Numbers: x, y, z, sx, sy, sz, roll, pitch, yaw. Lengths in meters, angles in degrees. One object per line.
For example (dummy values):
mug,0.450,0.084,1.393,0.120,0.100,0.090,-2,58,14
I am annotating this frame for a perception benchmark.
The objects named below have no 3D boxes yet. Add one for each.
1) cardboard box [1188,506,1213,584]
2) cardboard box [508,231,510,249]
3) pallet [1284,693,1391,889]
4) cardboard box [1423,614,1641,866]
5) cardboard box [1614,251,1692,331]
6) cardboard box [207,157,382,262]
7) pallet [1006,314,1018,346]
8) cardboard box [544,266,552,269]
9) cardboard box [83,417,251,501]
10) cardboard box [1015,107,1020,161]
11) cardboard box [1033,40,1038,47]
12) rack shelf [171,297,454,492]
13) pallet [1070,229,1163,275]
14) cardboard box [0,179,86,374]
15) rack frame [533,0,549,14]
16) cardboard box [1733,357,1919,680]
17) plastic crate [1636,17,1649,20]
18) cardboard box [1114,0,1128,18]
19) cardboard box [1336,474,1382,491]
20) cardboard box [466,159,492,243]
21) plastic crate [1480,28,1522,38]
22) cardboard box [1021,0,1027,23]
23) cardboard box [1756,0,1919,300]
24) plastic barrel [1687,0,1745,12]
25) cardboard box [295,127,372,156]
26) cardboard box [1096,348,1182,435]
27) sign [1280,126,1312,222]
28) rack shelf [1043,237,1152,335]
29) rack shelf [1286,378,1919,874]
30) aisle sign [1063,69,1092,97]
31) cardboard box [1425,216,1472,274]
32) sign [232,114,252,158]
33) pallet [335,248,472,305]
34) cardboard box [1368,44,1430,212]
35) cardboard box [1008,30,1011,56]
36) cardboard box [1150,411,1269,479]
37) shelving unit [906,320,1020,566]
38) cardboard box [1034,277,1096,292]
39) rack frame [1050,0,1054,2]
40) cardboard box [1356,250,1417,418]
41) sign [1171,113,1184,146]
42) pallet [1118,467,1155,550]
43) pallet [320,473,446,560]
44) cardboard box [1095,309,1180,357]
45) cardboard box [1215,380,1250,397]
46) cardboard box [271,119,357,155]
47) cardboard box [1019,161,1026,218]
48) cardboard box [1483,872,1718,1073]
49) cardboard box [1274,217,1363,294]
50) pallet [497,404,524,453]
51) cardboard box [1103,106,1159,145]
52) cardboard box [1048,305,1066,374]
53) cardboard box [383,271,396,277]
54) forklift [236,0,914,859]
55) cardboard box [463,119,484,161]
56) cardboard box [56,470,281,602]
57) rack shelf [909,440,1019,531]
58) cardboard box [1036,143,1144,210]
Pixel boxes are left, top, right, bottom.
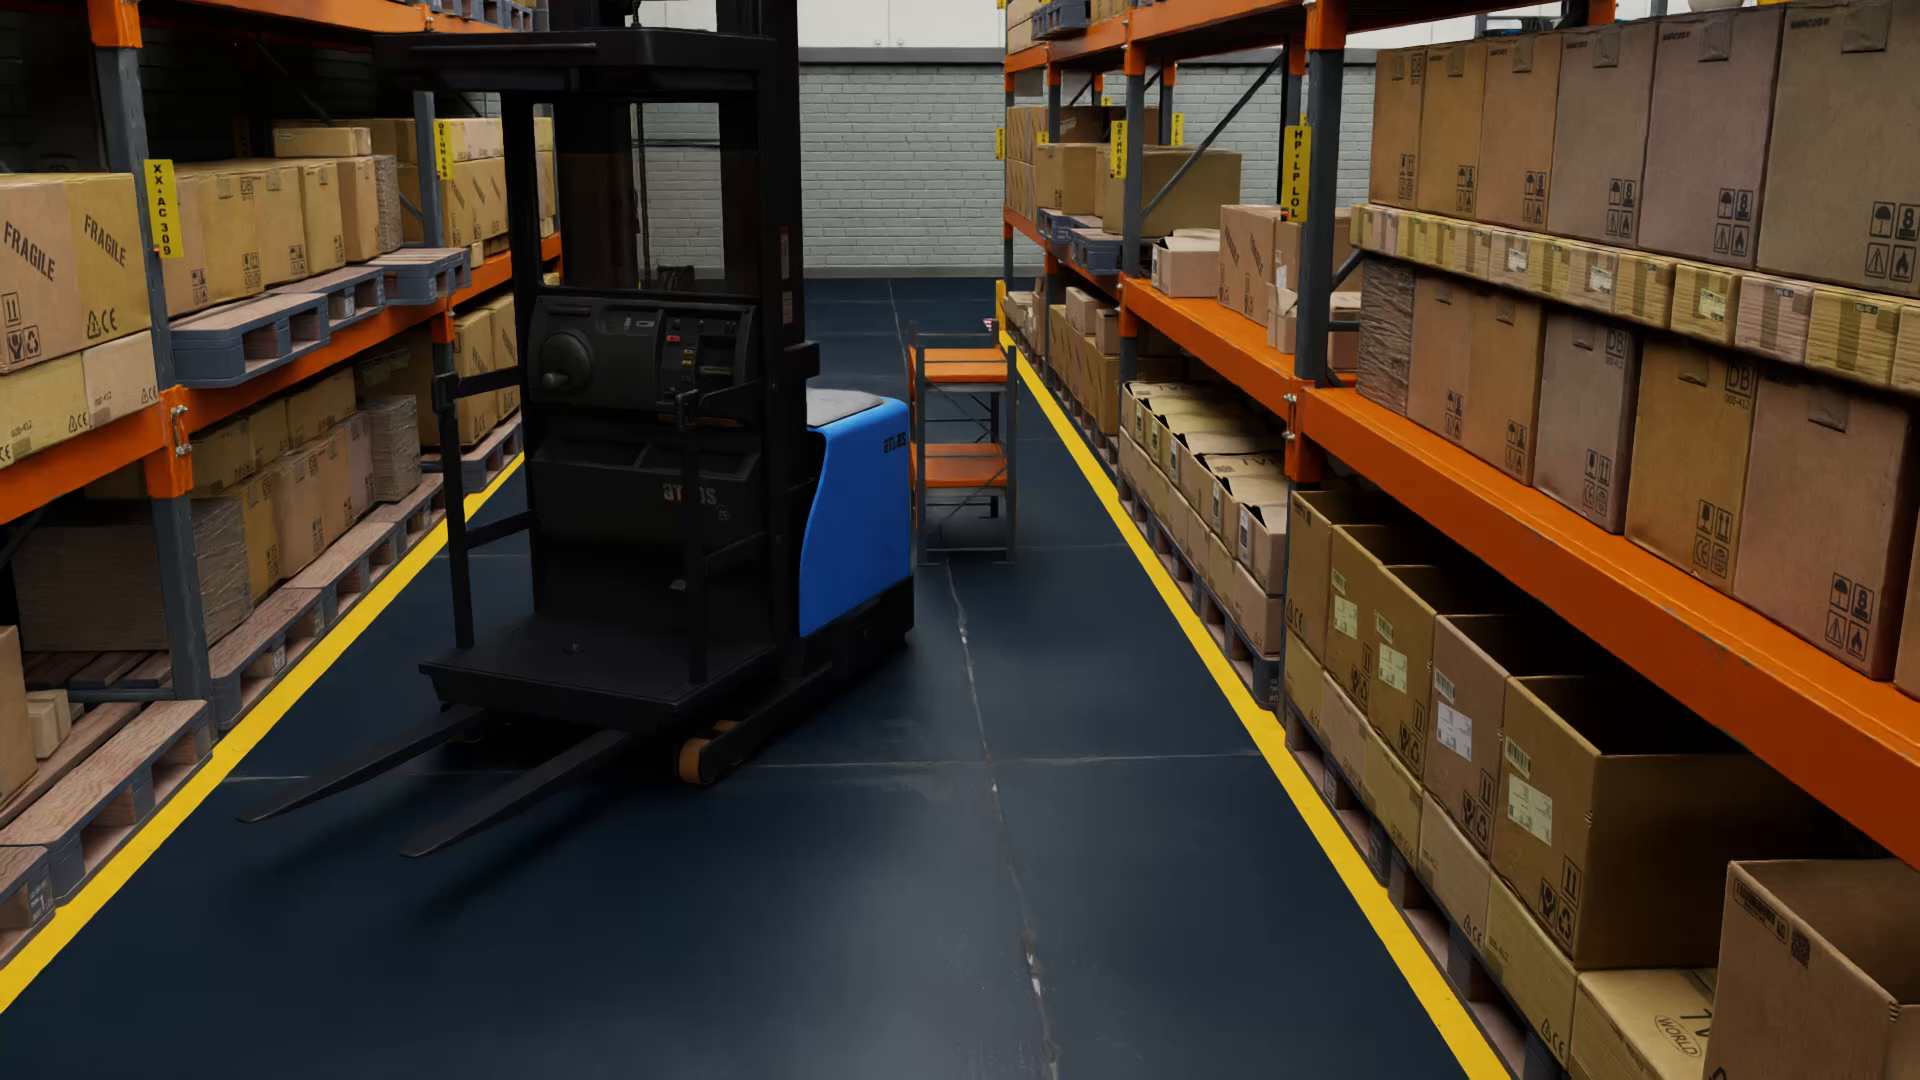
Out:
cardboard box,1.338,0.013,7.630,0.500,0.250,0.500,-1,14,-2
cardboard box,-3.386,-2.167,11.893,0.380,0.149,0.250,-1,14,-5
pallet,1.723,0.786,5.549,1.003,0.211,1.213,-1,14,-3
cardboard box,1.527,0.495,4.253,0.500,0.500,0.500,-1,14,-3
cardboard box,1.667,-0.545,3.622,0.380,0.149,0.250,0,14,-2
cardboard box,-3.376,-1.687,8.479,0.700,0.500,0.500,-2,15,-9
pallet,1.027,-2.180,17.075,1.003,0.211,1.213,-1,14,-3
cardboard box,-3.941,-2.454,15.418,0.380,0.149,0.250,-1,14,-4
cardboard box,-3.322,-0.344,6.971,0.500,0.250,0.500,-1,14,-5
cardboard box,0.802,-3.911,16.001,0.500,0.500,0.500,-1,14,-3
cardboard box,0.904,-4.374,14.288,0.500,0.250,0.500,-1,14,-3
rack shelf,-3.353,-0.835,7.695,1.077,0.370,4.000,-1,14,-3
pallet,1.355,-1.833,10.514,1.213,0.211,1.003,-1,14,-3
cardboard box,-2.854,-0.749,4.674,0.500,0.500,0.500,-1,14,-4
rack frame,-3.724,-5.581,12.657,1.000,3.000,0.127,-1,14,-3
cardboard box,1.910,-0.064,3.053,0.700,0.500,0.500,-1,14,-2
plastic crate,6.360,-4.531,14.859,0.497,0.269,0.590,-1,14,-3
cardboard box,1.407,-3.367,9.873,0.910,0.500,0.500,-1,14,-3
cardboard box,1.912,-0.138,7.092,0.500,0.311,0.500,-1,14,-4
cardboard box,-3.274,-2.138,10.478,0.500,0.500,0.500,0,14,-2
plastic crate,5.661,-5.112,17.119,0.497,0.269,0.590,-1,14,-3
cardboard box,0.832,-4.865,15.192,0.500,0.250,0.500,-1,14,-3
cardboard box,1.906,-0.705,2.943,0.700,0.500,0.500,-1,14,-5
plastic barrel,5.946,-4.415,13.032,0.433,0.535,0.433,0,14,0
cardboard box,-3.425,-2.171,9.059,0.380,0.149,0.250,-3,15,-11
cardboard box,1.175,-0.989,10.986,0.500,0.500,0.500,0,14,-1
sign,1.174,-1.275,5.796,0.100,0.325,0.005,-1,14,-3
rack shelf,1.343,-1.907,11.862,1.077,0.370,4.000,-1,14,-3
rack shelf,1.839,0.083,4.129,1.077,0.370,4.000,-1,14,-3
aisle sign,1.273,-5.028,17.332,0.394,0.787,0.004,-1,14,-3
cardboard box,1.590,-0.864,4.863,0.380,0.149,0.250,-1,14,-4
sign,-4.030,-2.232,9.358,0.100,0.325,0.005,-1,14,-3
pallet,-3.326,-1.412,8.880,1.213,0.211,1.003,-1,14,-3
cardboard box,1.749,-1.330,5.370,0.700,0.500,0.500,-1,14,-3
cardboard box,0.750,-4.996,16.705,0.500,0.250,0.500,-1,14,-3
cardboard box,1.277,-0.509,8.535,0.500,0.311,0.500,-1,14,-5
shelving unit,0.000,-0.546,8.893,0.538,1.125,1.048,-1,14,-3
cardboard box,1.098,-2.224,15.777,0.797,0.503,0.637,-1,14,-3
rack frame,1.220,-5.658,12.958,1.000,3.000,0.127,-1,14,-3
cardboard box,1.749,-0.701,5.532,0.700,0.500,0.500,-1,14,-5
sign,1.773,-3.323,13.598,0.100,0.325,0.005,-1,14,-3
pallet,1.479,-0.202,9.389,1.003,0.211,1.213,-1,14,-3
pallet,-3.430,-0.136,9.130,1.003,0.211,1.213,-1,14,-3
cardboard box,1.167,-1.367,10.946,0.500,0.250,0.500,0,14,-1
cardboard box,1.746,-0.775,9.568,0.500,0.311,0.500,-1,14,-2
cardboard box,-3.763,-2.355,9.816,0.500,0.250,0.500,0,14,-2
cardboard box,0.831,-3.304,15.648,0.500,0.500,0.500,-1,14,-3
cardboard box,1.559,0.983,3.863,0.500,0.250,0.500,-1,14,-3
cardboard box,1.651,-1.134,7.213,0.500,0.500,0.500,0,14,1
pallet,-3.523,-0.830,11.829,1.003,0.211,1.213,-1,14,-3
cardboard box,1.471,-3.407,14.041,0.500,0.500,0.500,-1,14,-2
cardboard box,1.006,-1.631,13.480,0.500,0.500,0.500,-2,15,-6
cardboard box,-3.266,-1.654,9.899,0.380,0.149,0.250,-1,14,-4
forklift,-1.244,-0.692,5.835,1.130,2.935,3.031,6,16,22
cardboard box,-3.281,-2.496,10.367,0.500,0.250,0.500,-1,14,-4
cardboard box,-3.373,0.001,7.136,0.700,0.500,0.500,-1,14,-5
rack shelf,0.000,-0.310,8.954,0.538,0.278,1.000,-1,14,-3
cardboard box,1.026,-2.883,13.169,0.700,0.500,0.500,-6,16,-22
